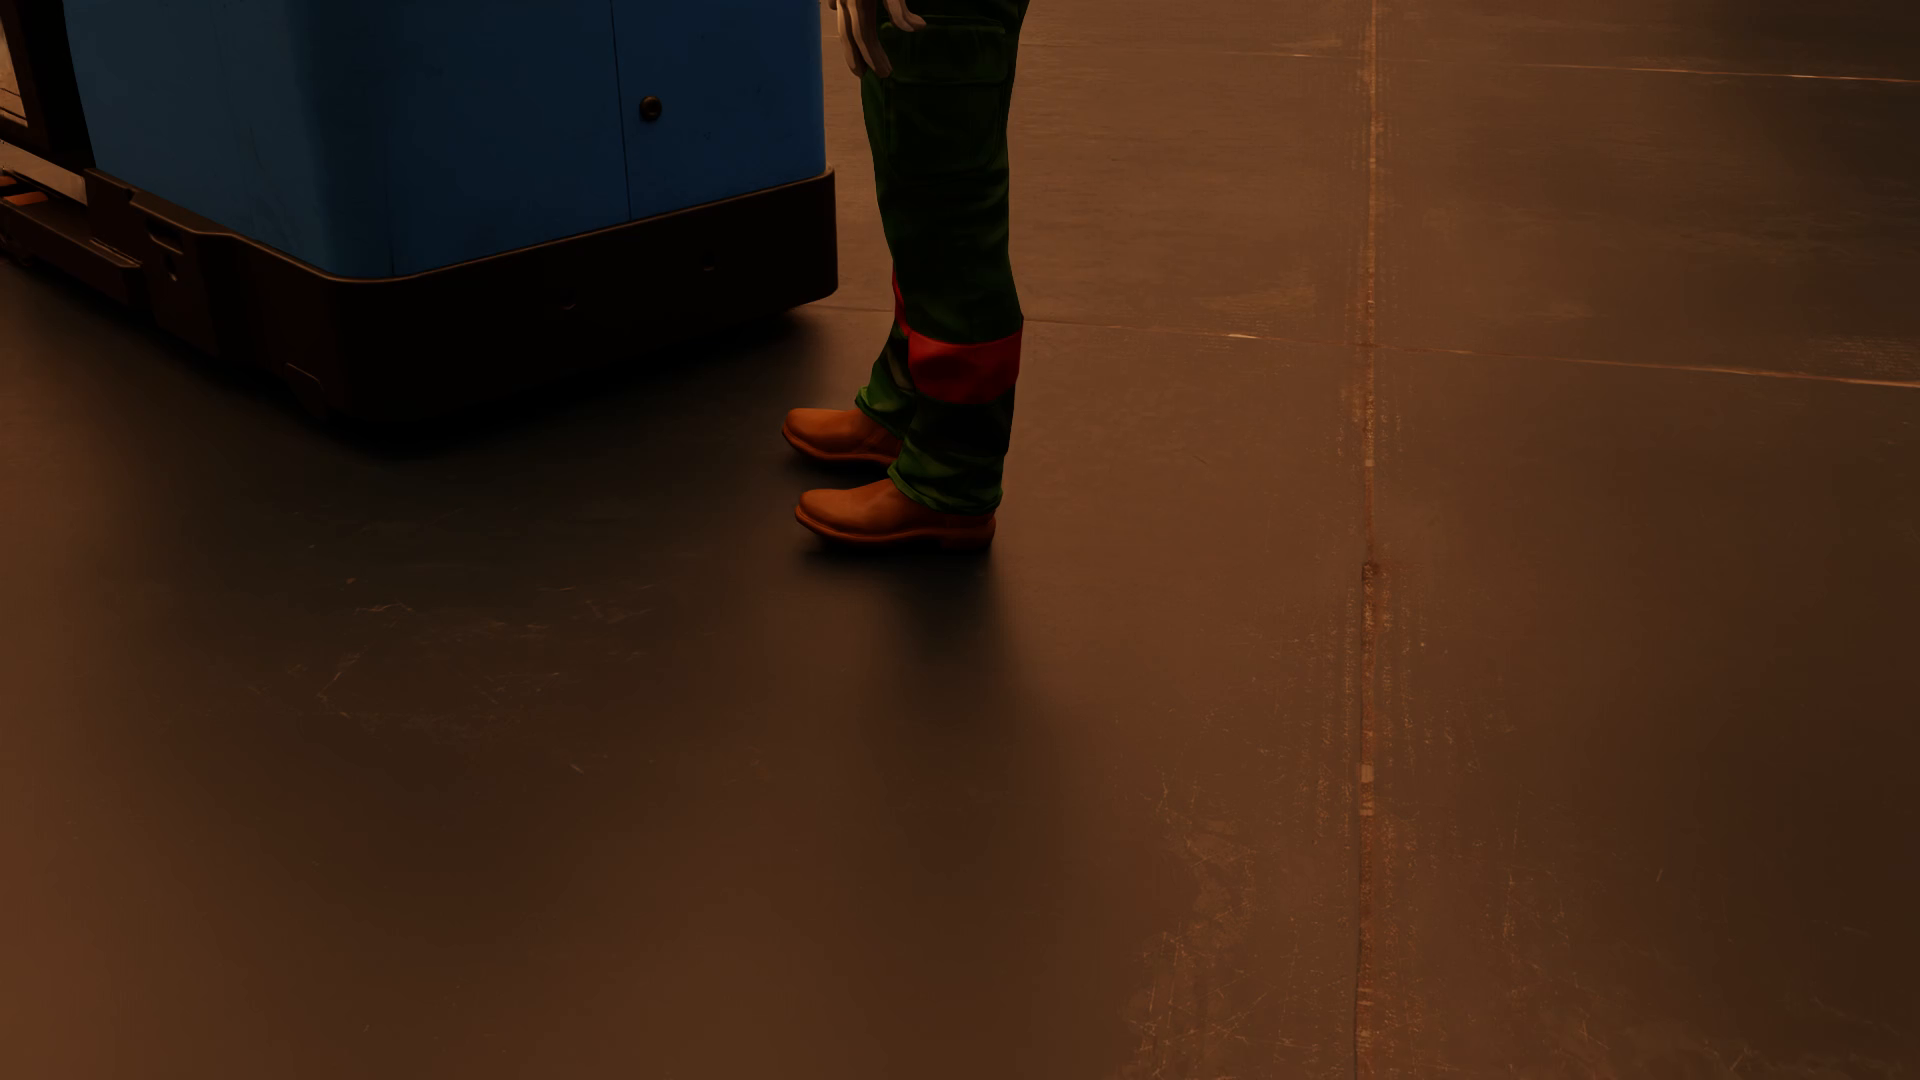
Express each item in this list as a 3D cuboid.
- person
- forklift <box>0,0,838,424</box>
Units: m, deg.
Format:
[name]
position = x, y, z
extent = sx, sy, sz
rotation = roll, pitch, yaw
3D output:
[person]
position = -0.075, -0.818, 2.119
extent = 0.564, 1.787, 0.638
rotation = 6, 27, 11
[forklift]
position = -1.650, -2.061, 3.332
extent = 3.031, 2.935, 1.130
rotation = 24, 35, 39
